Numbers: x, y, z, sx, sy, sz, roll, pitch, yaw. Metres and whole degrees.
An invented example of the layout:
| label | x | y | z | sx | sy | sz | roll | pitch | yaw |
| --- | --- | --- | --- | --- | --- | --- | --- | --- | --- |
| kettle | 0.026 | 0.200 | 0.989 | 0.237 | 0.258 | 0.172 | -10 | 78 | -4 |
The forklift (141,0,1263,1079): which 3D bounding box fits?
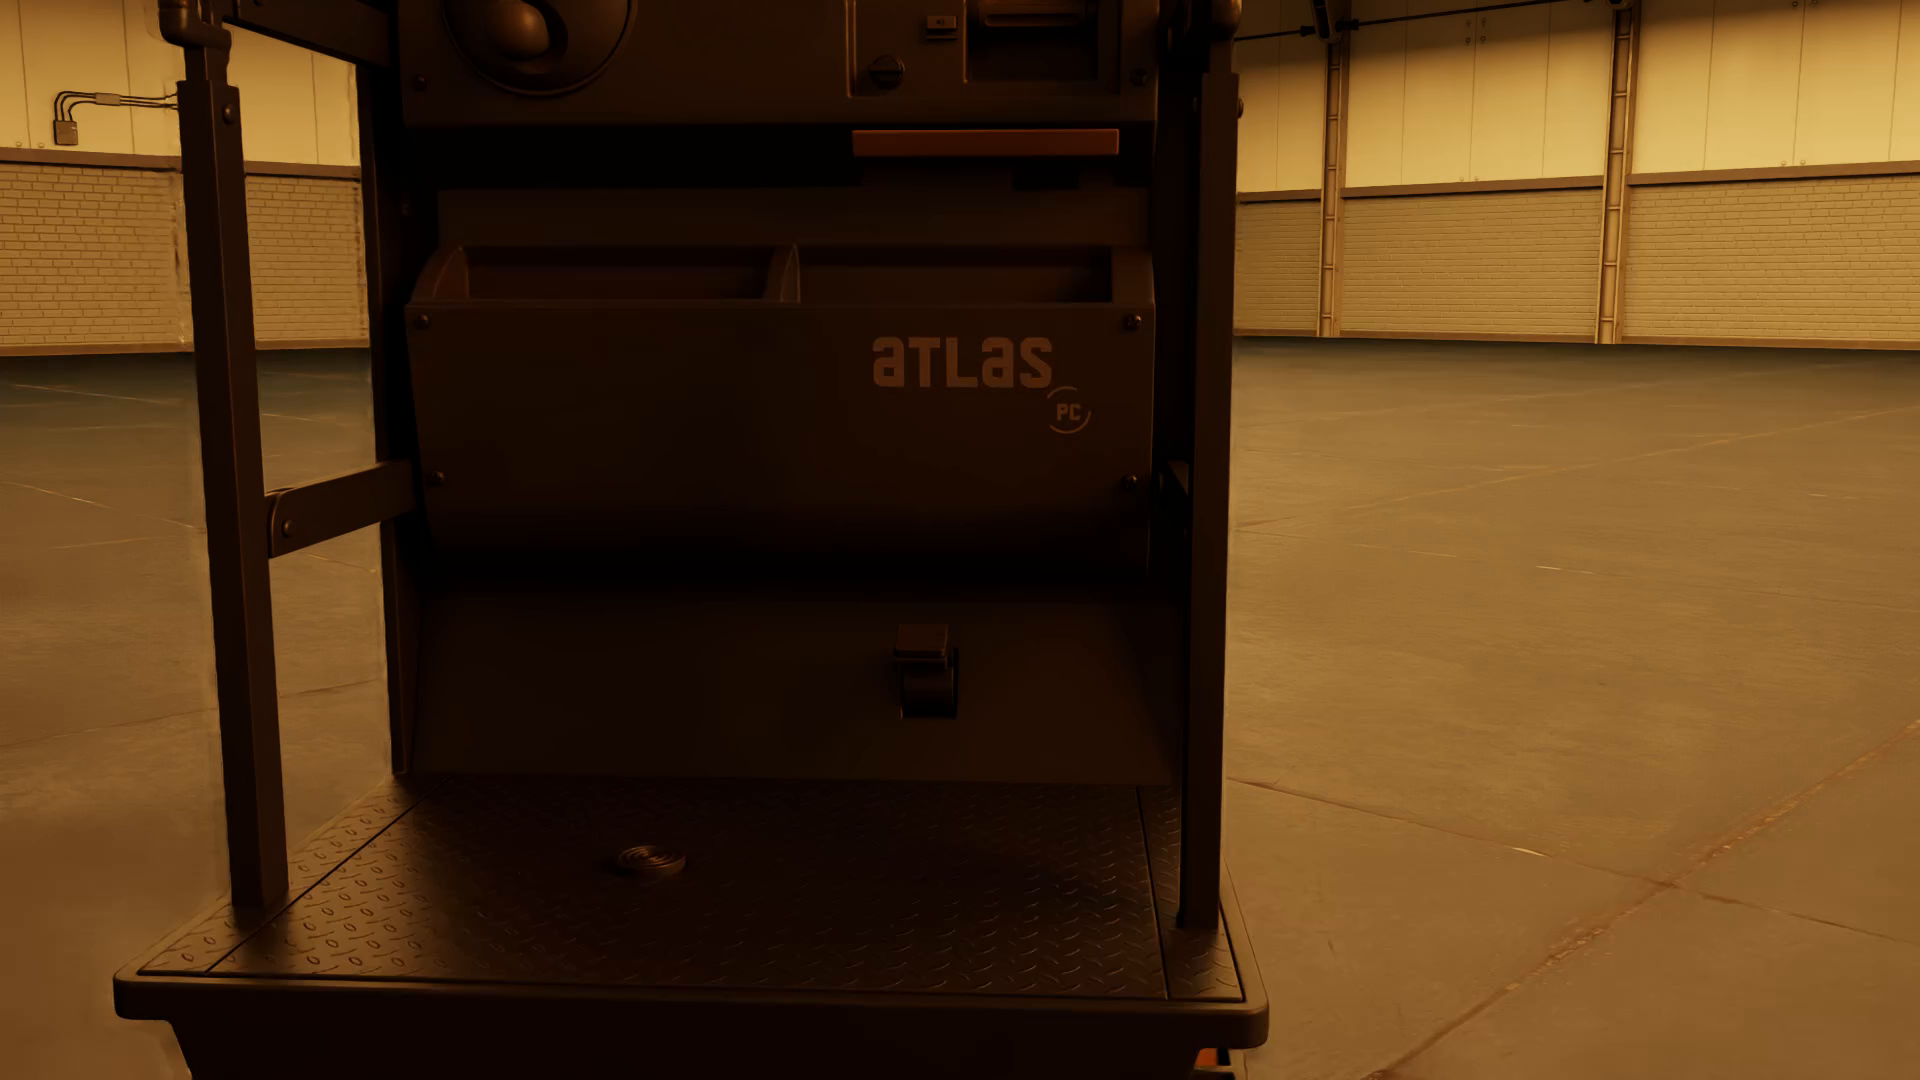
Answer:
| label | x | y | z | sx | sy | sz | roll | pitch | yaw |
| --- | --- | --- | --- | --- | --- | --- | --- | --- | --- |
| forklift | -0.231 | -0.754 | 1.882 | 1.130 | 2.935 | 3.031 | 1 | 9 | 3 |
